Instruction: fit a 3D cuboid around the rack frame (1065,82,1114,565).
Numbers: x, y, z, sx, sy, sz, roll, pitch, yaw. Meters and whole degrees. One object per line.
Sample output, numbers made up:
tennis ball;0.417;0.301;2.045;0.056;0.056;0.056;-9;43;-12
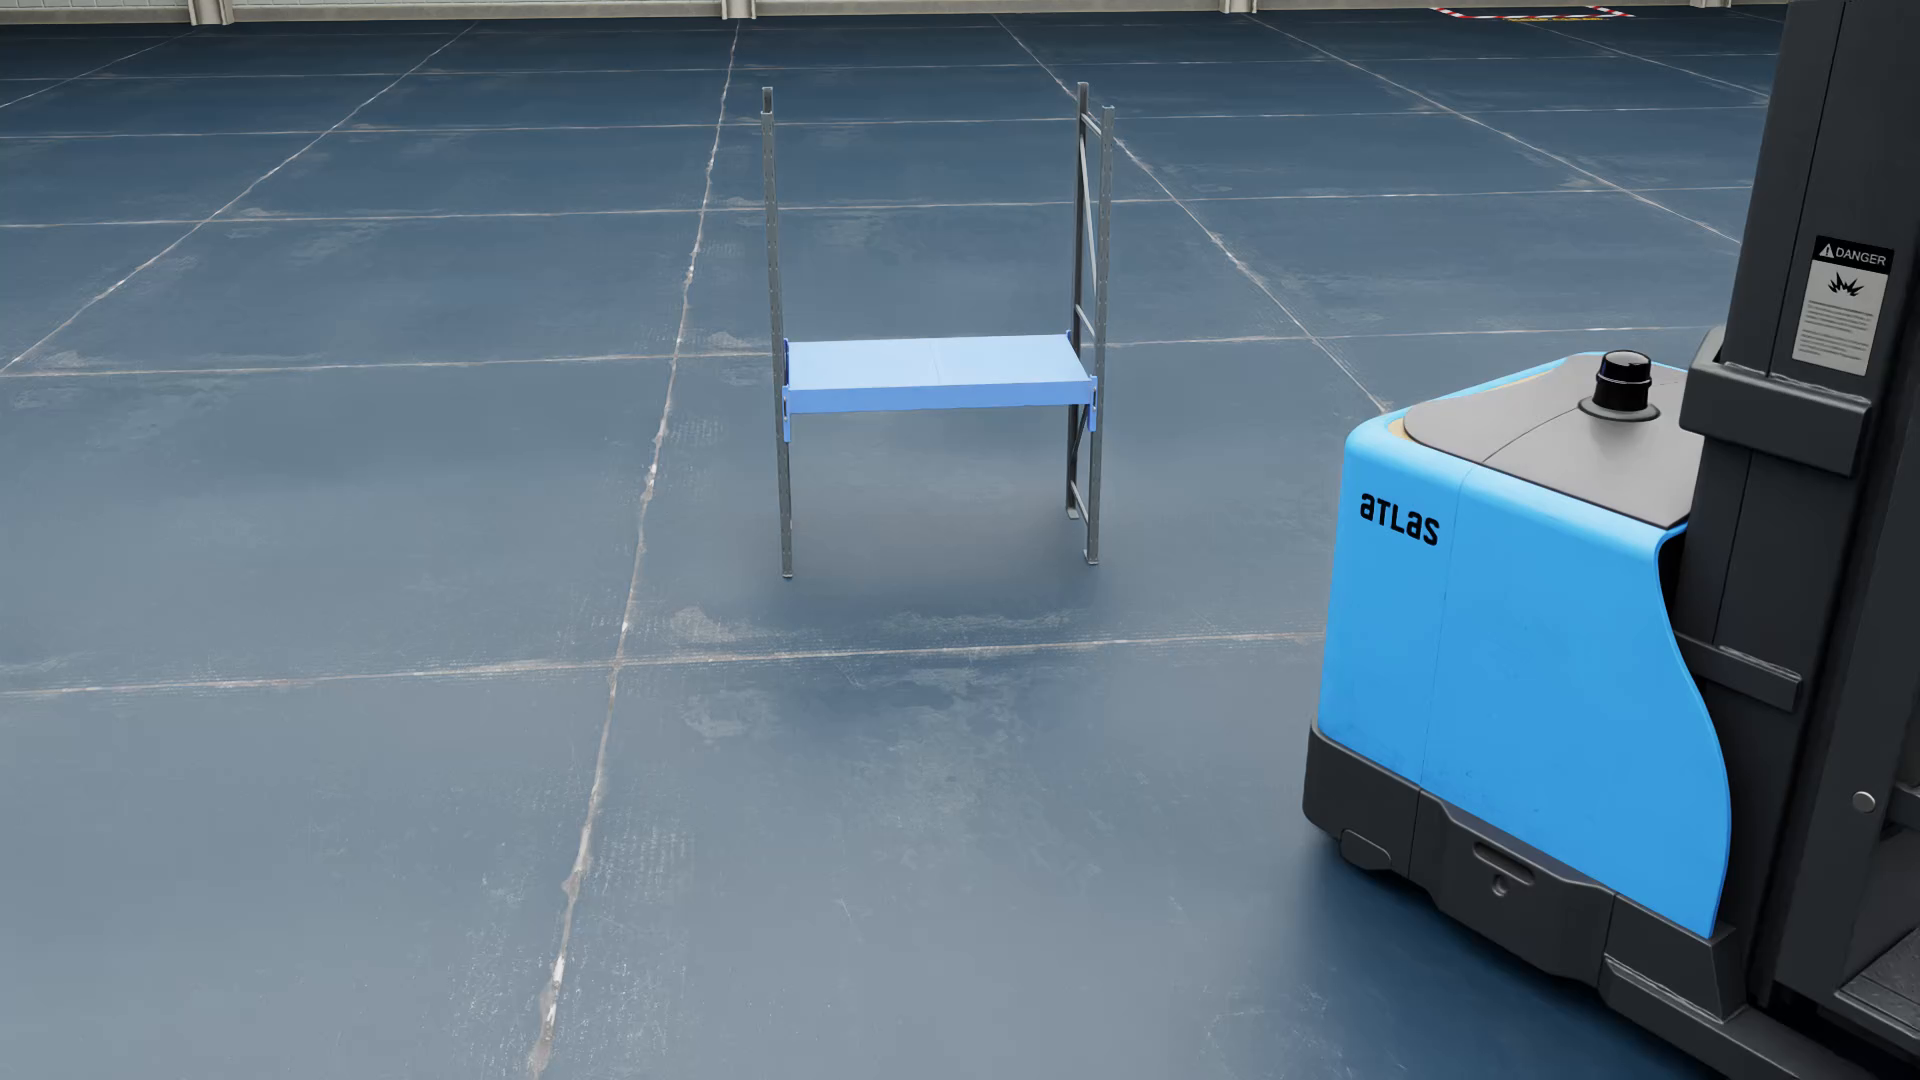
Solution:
rack frame;0.421;-0.702;5.483;0.032;1.500;0.500;-2;24;-5

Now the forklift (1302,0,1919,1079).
forklift;2.136;-0.258;2.721;1.130;2.935;3.031;-17;29;-34

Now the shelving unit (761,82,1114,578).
shelving unit;-0.085;-0.682;5.438;1.048;1.500;0.538;-2;24;-5

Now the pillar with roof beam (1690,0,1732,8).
pillar with roof beam;9.761;-9.024;14.974;0.400;9.000;9.100;-2;24;-5

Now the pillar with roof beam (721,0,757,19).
pillar with roof beam;13.065;-5.624;7.324;29.331;9.000;26.411;-2;24;-5

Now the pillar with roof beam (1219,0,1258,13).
pillar with roof beam;3.790;-8.785;14.435;0.400;9.000;9.100;-2;24;-5

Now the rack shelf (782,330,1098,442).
rack shelf;-0.085;-0.518;5.511;1.000;0.185;0.538;-2;24;-5

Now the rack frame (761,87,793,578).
rack frame;-0.591;-0.662;5.392;0.032;1.500;0.500;-2;24;-5
